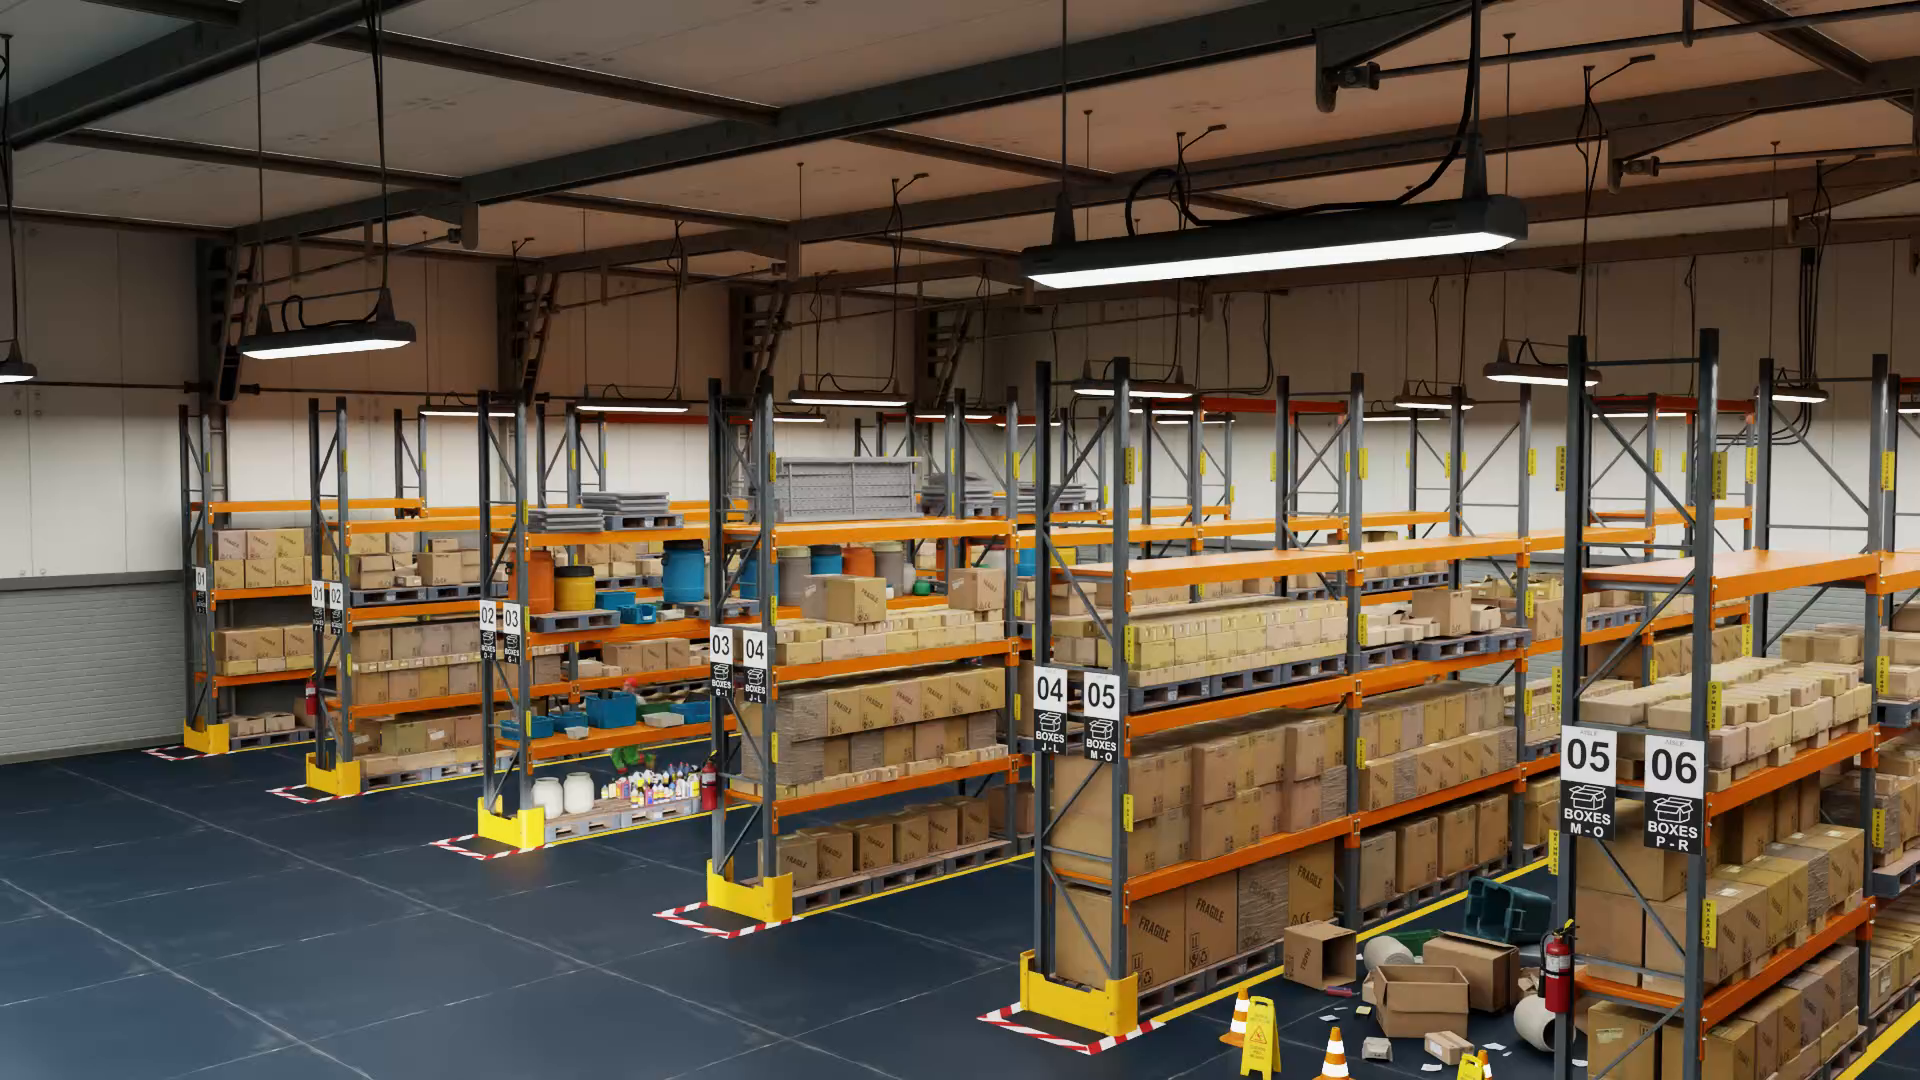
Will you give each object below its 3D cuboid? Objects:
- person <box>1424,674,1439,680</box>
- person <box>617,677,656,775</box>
[{"bbox_3d":[7.456,2.938,26.332,0.346,1.744,0.771,3,4,41],"label":"person"},{"bbox_3d":[-5.043,2.963,25.585,0.676,1.724,0.675,2,4,38],"label":"person"}]
